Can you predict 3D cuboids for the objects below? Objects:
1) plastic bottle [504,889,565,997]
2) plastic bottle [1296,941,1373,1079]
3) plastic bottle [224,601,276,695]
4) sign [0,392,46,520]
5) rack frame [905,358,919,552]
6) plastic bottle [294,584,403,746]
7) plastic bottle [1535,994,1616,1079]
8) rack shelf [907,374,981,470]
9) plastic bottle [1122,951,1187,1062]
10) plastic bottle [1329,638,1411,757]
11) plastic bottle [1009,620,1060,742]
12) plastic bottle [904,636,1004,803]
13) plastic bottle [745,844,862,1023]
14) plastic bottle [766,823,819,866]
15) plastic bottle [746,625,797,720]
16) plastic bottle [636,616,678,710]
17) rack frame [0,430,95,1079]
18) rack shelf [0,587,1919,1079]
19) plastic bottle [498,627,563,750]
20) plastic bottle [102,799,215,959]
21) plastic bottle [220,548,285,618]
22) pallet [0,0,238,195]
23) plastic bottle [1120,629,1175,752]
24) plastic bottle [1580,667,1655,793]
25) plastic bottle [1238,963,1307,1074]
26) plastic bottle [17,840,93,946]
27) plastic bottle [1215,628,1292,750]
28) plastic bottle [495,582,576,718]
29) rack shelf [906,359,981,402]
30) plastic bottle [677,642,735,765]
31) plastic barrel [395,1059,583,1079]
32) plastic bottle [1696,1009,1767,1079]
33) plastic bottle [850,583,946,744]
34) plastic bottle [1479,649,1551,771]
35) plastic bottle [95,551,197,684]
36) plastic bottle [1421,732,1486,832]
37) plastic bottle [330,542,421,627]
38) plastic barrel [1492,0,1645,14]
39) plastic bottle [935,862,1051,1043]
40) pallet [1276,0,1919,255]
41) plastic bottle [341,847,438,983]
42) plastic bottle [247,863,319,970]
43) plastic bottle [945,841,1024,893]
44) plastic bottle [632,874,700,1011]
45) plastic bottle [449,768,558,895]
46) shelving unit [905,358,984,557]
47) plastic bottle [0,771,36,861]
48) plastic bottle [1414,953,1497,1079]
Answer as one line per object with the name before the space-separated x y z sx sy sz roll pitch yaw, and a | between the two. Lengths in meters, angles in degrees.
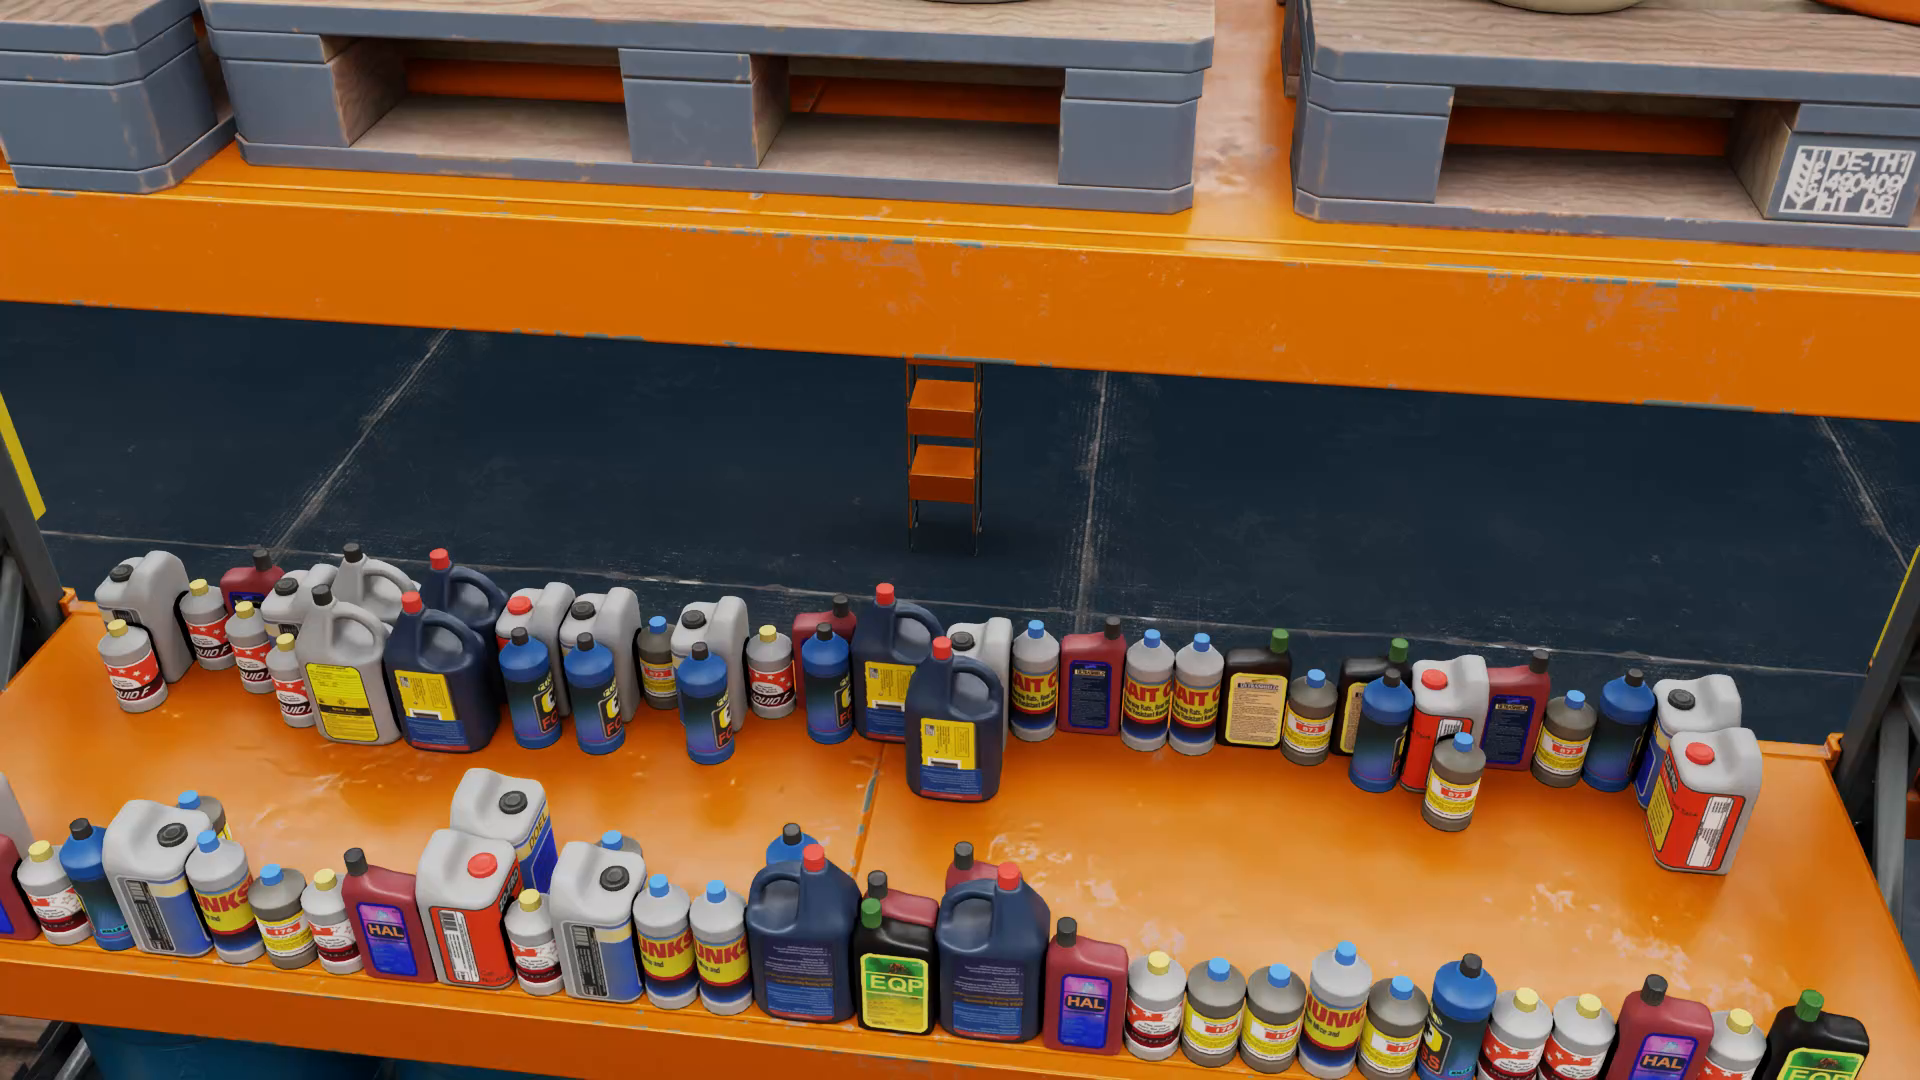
plastic bottle | -0.730 0.686 2.878 0.097 0.201 0.097 0 36 0
plastic bottle | 0.614 0.758 2.717 0.097 0.271 0.097 0 36 0
plastic bottle | -1.496 0.220 3.530 0.097 0.201 0.097 0 36 0
sign | -2.099 -0.171 3.669 0.005 0.325 0.100 4 36 6
rack frame | -0.174 -0.440 5.963 0.008 1.050 0.200 4 36 6
plastic bottle | -1.236 0.241 3.372 0.185 0.351 0.144 4 36 6
plastic bottle | 1.000 0.815 2.697 0.097 0.201 0.097 0 36 0
rack shelf | -0.053 -0.423 5.957 0.240 0.259 0.215 4 36 6
plastic bottle | 0.324 0.765 2.767 0.097 0.201 0.097 0 36 0
plastic bottle | 0.823 0.313 3.329 0.133 0.283 0.061 4 36 6
plastic bottle | 0.152 0.279 3.388 0.097 0.271 0.097 0 36 0
plastic bottle | -0.011 0.337 3.238 0.185 0.351 0.144 4 36 6
plastic bottle | -0.261 0.647 2.804 0.185 0.351 0.144 4 36 6
plastic bottle | -0.289 0.606 2.929 0.097 0.271 0.097 0 36 0
plastic bottle | -0.394 0.267 3.465 0.097 0.201 0.097 0 36 0
plastic bottle | -0.624 0.250 3.489 0.097 0.201 0.097 0 36 0
rack frame | -2.171 0.259 3.306 0.127 3.000 1.000 4 36 6
rack shelf | -0.187 0.699 3.307 4.000 0.370 1.077 4 36 6
plastic bottle | -0.874 0.292 3.370 0.097 0.271 0.097 0 36 0
plastic bottle | -1.397 0.590 2.948 0.135 0.276 0.152 4 36 6
plastic bottle | -1.503 0.140 3.572 0.133 0.283 0.061 4 36 6
pallet | -1.381 -0.884 2.487 1.003 0.211 1.213 4 36 6
plastic bottle | 0.380 0.296 3.364 0.097 0.271 0.097 0 36 0
plastic bottle | 1.297 0.364 3.268 0.097 0.271 0.097 0 36 0
plastic bottle | 0.517 0.779 2.747 0.097 0.201 0.097 0 36 0
plastic bottle | -1.612 0.620 2.970 0.097 0.201 0.097 0 36 0
plastic bottle | 0.594 0.296 3.353 0.133 0.283 0.061 4 36 6
plastic bottle | -0.876 0.216 3.471 0.135 0.276 0.152 4 36 6
rack shelf | -0.053 -0.654 5.792 0.240 0.259 0.215 4 36 6
plastic bottle | -0.510 0.319 3.332 0.097 0.271 0.097 0 36 0
plastic barrel | -0.931 1.044 3.650 0.708 0.901 0.600 4 36 6
plastic bottle | 1.229 0.832 2.673 0.097 0.201 0.097 0 36 0
plastic bottle | -0.125 0.240 3.375 0.185 0.351 0.144 4 36 6
plastic bottle | 1.088 0.333 3.301 0.133 0.283 0.061 4 36 6
plastic bottle | -1.739 0.152 3.562 0.135 0.276 0.152 4 36 6
plastic bottle | 0.952 0.456 3.200 0.097 0.201 0.097 0 36 0
plastic bottle | -1.217 0.158 3.489 0.185 0.351 0.144 4 36 6
plastic barrel | 0.715 -0.776 1.930 0.301 0.262 0.301 0 36 0
plastic bottle | 0.055 0.670 2.771 0.185 0.351 0.144 4 36 6
pallet | 1.050 -0.702 2.233 1.213 0.211 1.003 4 36 6
plastic bottle | -0.981 0.645 2.865 0.133 0.283 0.061 4 36 6
plastic bottle | -1.189 0.652 2.926 0.097 0.201 0.097 0 36 0
plastic bottle | 0.042 0.637 2.876 0.133 0.283 0.061 4 36 6
plastic bottle | -0.500 0.675 2.833 0.097 0.271 0.097 0 36 0
plastic bottle | -0.822 0.544 3.013 0.135 0.276 0.152 4 36 6
shelving unit | -0.053 -0.431 5.951 0.252 1.050 0.215 4 36 6
plastic bottle | -1.823 0.494 3.017 0.185 0.351 0.144 4 36 6
plastic bottle | 0.807 0.772 2.697 0.097 0.271 0.097 0 36 0
